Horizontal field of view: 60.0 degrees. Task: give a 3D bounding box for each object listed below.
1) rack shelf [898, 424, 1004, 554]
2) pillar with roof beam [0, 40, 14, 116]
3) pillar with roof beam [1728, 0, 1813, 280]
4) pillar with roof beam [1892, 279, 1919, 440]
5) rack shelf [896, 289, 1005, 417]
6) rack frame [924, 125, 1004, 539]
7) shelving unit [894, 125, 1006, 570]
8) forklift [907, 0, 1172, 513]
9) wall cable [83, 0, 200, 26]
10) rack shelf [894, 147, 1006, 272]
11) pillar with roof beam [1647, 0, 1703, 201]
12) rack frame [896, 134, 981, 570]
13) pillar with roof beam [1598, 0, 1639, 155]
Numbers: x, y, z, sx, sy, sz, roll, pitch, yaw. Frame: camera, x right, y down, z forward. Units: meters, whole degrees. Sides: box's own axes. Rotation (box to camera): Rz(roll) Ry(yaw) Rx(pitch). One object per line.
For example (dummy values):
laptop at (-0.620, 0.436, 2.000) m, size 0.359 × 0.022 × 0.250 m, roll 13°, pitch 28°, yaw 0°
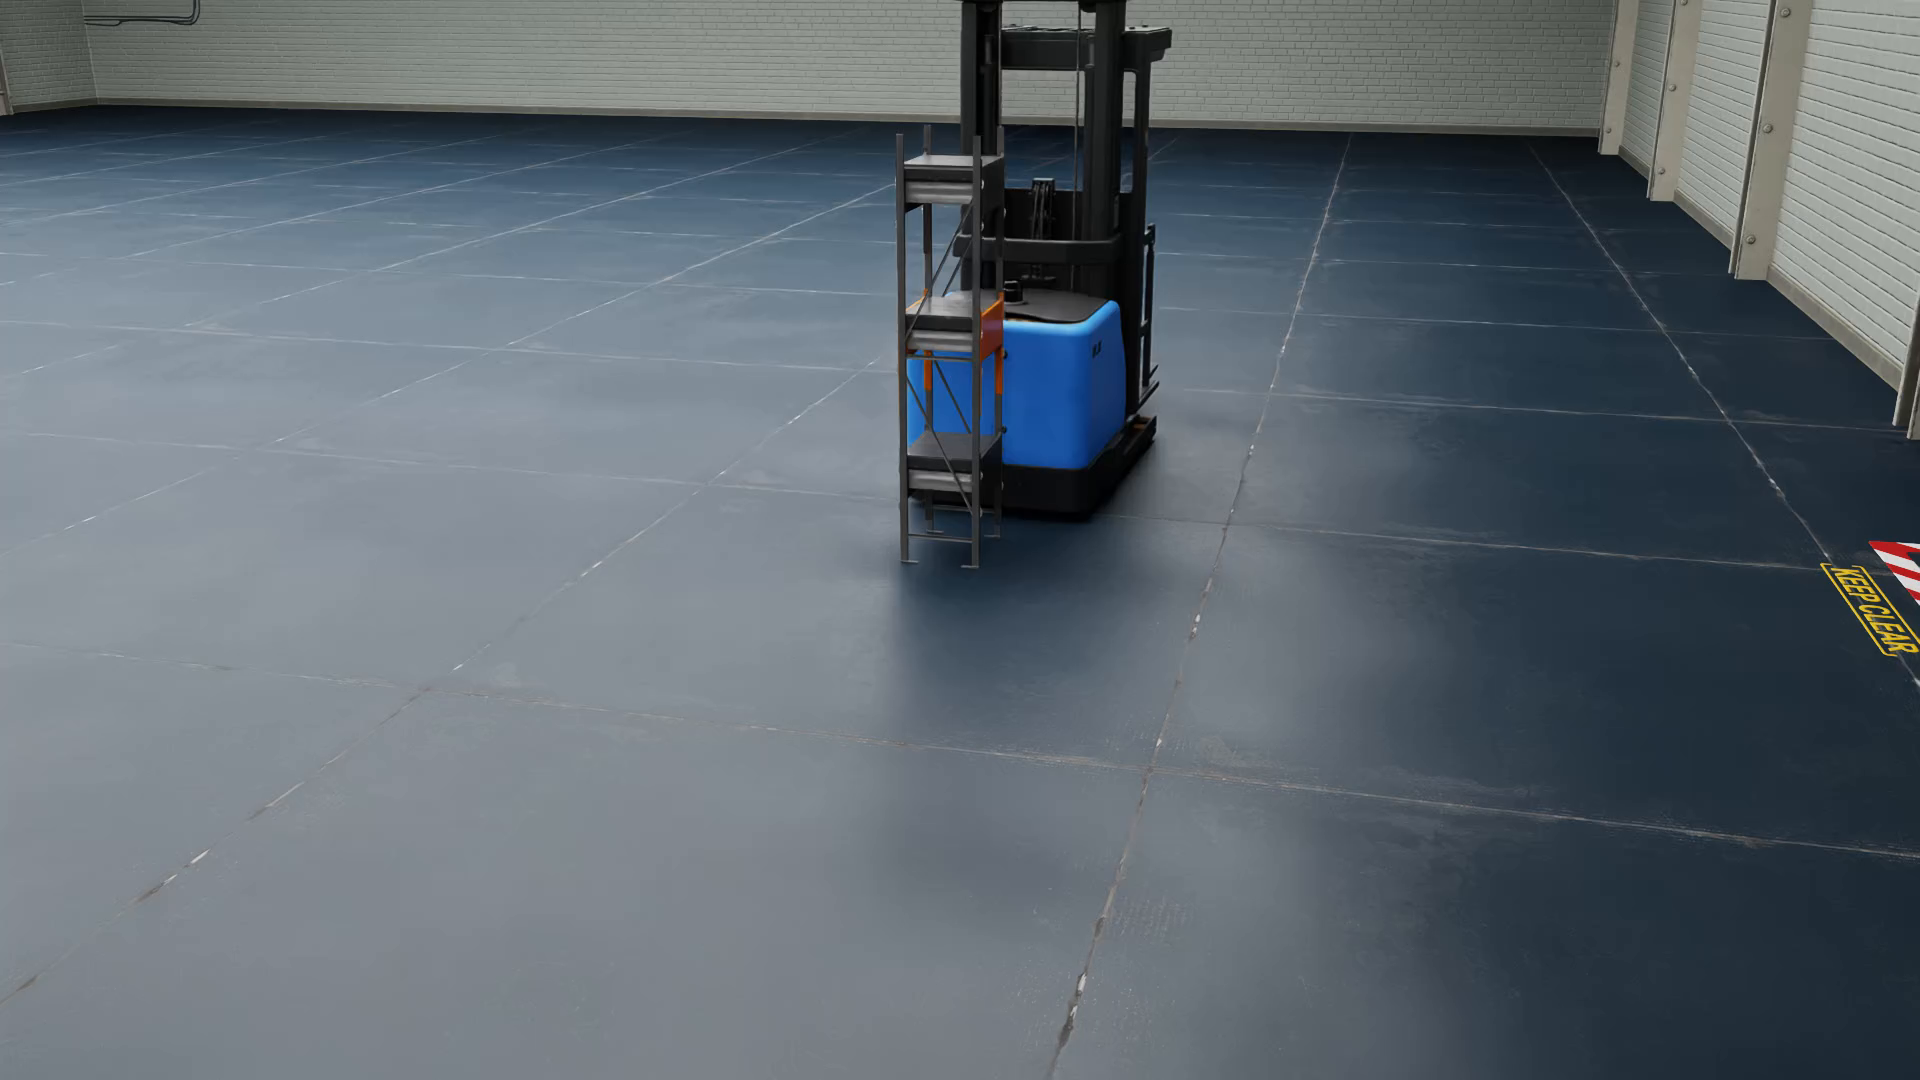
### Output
rack shelf at (-0.040, -0.266, 8.427) m, size 0.431 × 0.518 × 0.480 m, roll 5°, pitch 19°, yaw 13°
pillar with roof beam at (-15.743, -12.740, 32.065) m, size 9.100 × 9.000 × 0.400 m, roll 5°, pitch 19°, yaw 13°
pillar with roof beam at (3.521, -7.171, 15.761) m, size 9.100 × 9.000 × 0.400 m, roll 5°, pitch 19°, yaw 13°
pillar with roof beam at (2.055, -5.291, 10.255) m, size 9.100 × 9.000 × 0.400 m, roll 5°, pitch 19°, yaw 13°
rack shelf at (-0.040, -0.929, 8.201) m, size 0.431 × 0.518 × 0.480 m, roll 5°, pitch 19°, yaw 13°
rack frame at (0.019, -1.018, 8.420) m, size 0.400 × 2.100 × 0.015 m, roll 5°, pitch 19°, yaw 13°
shelving unit at (-0.040, -0.942, 8.196) m, size 0.431 × 2.100 × 0.503 m, roll 5°, pitch 19°, yaw 13°
forklift at (0.611, -1.973, 9.931) m, size 1.130 × 2.935 × 3.031 m, roll 6°, pitch 20°, yaw 16°
wall cable at (-17.916, -12.430, 35.960) m, size 3.097 × 2.526 × 0.112 m, roll 5°, pitch 19°, yaw 13°
rack shelf at (-0.040, -1.591, 7.974) m, size 0.431 × 0.518 × 0.480 m, roll 5°, pitch 19°, yaw 13°
pillar with roof beam at (4.987, -9.052, 21.266) m, size 9.100 × 9.000 × 0.400 m, roll 5°, pitch 19°, yaw 13°
rack frame at (-0.100, -0.865, 7.972) m, size 0.400 × 2.100 × 0.015 m, roll 5°, pitch 19°, yaw 13°
pillar with roof beam at (6.453, -10.932, 26.772) m, size 9.100 × 9.000 × 0.400 m, roll 5°, pitch 19°, yaw 13°
